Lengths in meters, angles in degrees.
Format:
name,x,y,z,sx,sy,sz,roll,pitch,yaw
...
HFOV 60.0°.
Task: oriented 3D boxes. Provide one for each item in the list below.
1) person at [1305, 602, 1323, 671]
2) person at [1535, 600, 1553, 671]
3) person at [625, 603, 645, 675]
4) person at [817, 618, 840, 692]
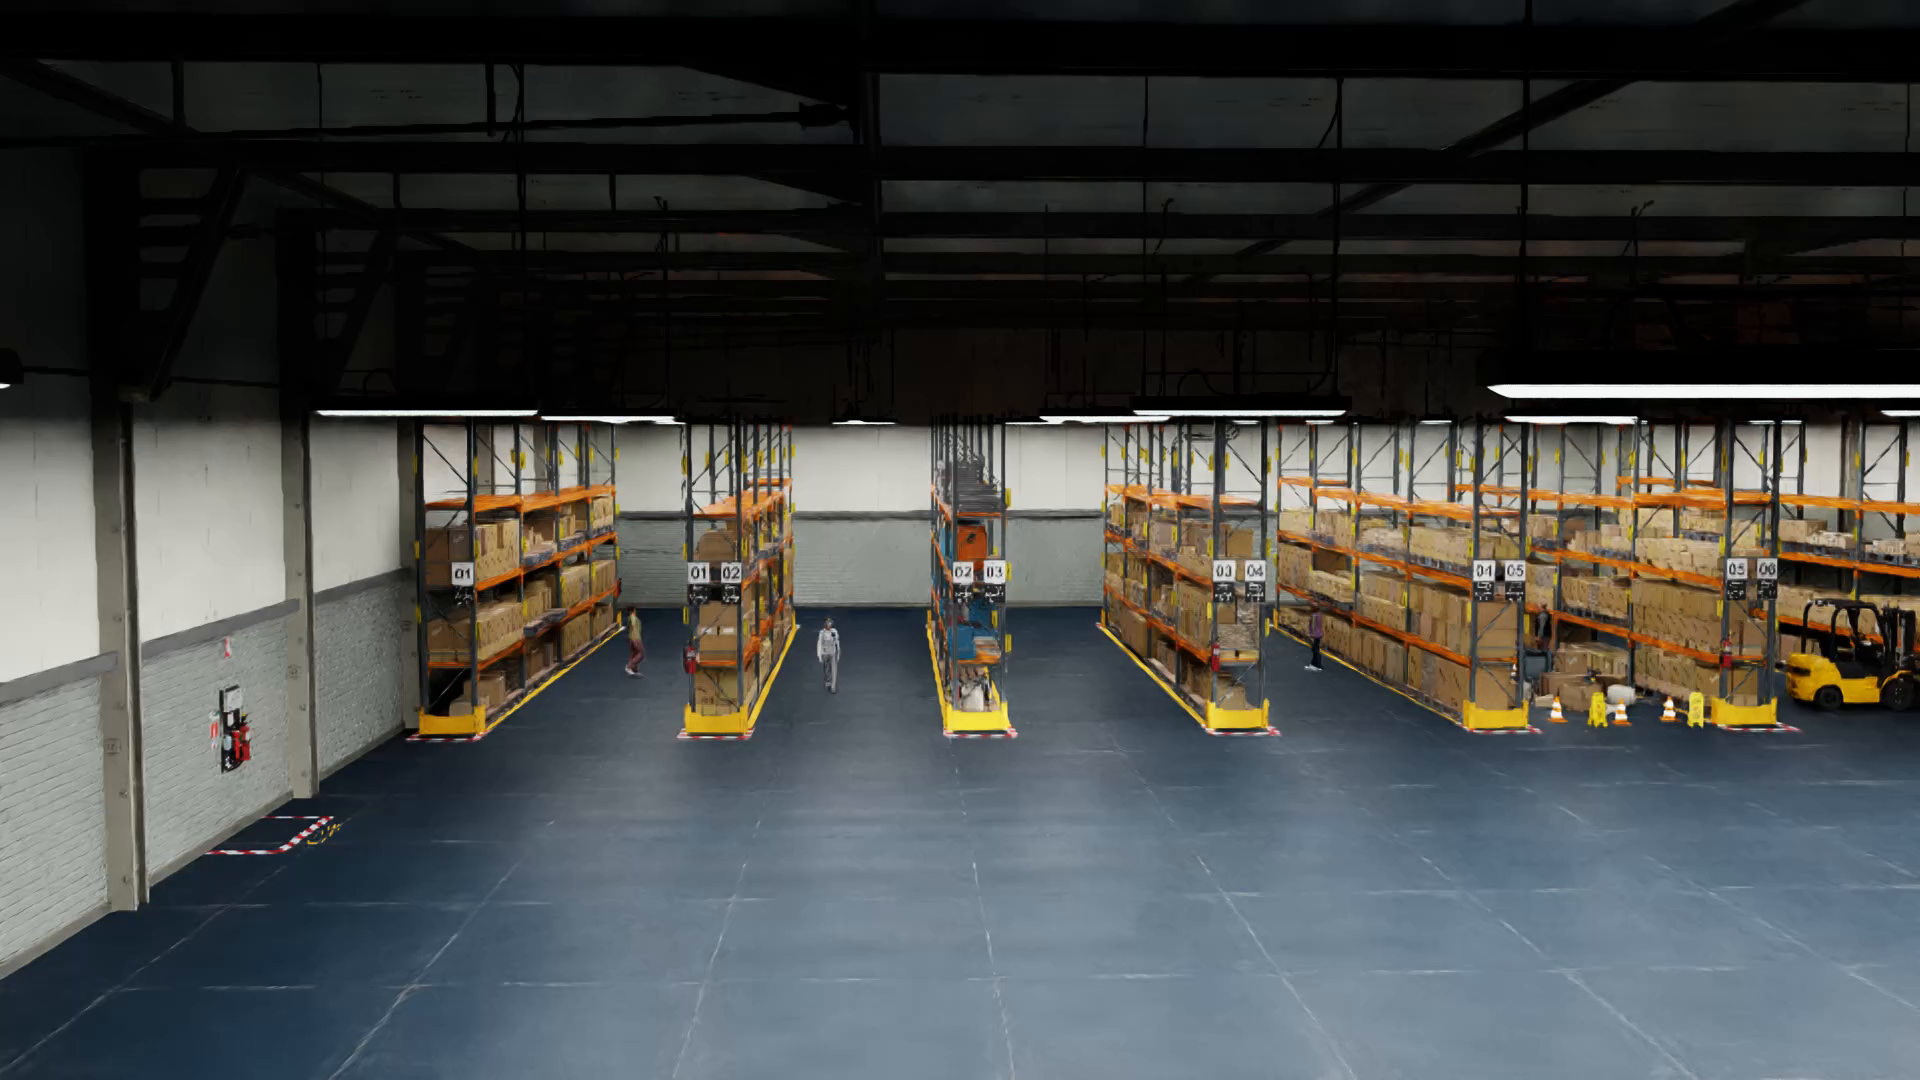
name,x,y,z,sx,sy,sz,roll,pitch,yaw
person,8.304,2.262,38.966,0.450,1.599,0.467,2,4,28
person,13.406,2.239,38.357,0.586,1.718,0.639,2,4,22
person,-7.511,2.290,38.220,0.432,1.664,0.503,-2,4,-30
person,-2.849,2.457,36.030,0.495,1.589,1.086,0,4,0
